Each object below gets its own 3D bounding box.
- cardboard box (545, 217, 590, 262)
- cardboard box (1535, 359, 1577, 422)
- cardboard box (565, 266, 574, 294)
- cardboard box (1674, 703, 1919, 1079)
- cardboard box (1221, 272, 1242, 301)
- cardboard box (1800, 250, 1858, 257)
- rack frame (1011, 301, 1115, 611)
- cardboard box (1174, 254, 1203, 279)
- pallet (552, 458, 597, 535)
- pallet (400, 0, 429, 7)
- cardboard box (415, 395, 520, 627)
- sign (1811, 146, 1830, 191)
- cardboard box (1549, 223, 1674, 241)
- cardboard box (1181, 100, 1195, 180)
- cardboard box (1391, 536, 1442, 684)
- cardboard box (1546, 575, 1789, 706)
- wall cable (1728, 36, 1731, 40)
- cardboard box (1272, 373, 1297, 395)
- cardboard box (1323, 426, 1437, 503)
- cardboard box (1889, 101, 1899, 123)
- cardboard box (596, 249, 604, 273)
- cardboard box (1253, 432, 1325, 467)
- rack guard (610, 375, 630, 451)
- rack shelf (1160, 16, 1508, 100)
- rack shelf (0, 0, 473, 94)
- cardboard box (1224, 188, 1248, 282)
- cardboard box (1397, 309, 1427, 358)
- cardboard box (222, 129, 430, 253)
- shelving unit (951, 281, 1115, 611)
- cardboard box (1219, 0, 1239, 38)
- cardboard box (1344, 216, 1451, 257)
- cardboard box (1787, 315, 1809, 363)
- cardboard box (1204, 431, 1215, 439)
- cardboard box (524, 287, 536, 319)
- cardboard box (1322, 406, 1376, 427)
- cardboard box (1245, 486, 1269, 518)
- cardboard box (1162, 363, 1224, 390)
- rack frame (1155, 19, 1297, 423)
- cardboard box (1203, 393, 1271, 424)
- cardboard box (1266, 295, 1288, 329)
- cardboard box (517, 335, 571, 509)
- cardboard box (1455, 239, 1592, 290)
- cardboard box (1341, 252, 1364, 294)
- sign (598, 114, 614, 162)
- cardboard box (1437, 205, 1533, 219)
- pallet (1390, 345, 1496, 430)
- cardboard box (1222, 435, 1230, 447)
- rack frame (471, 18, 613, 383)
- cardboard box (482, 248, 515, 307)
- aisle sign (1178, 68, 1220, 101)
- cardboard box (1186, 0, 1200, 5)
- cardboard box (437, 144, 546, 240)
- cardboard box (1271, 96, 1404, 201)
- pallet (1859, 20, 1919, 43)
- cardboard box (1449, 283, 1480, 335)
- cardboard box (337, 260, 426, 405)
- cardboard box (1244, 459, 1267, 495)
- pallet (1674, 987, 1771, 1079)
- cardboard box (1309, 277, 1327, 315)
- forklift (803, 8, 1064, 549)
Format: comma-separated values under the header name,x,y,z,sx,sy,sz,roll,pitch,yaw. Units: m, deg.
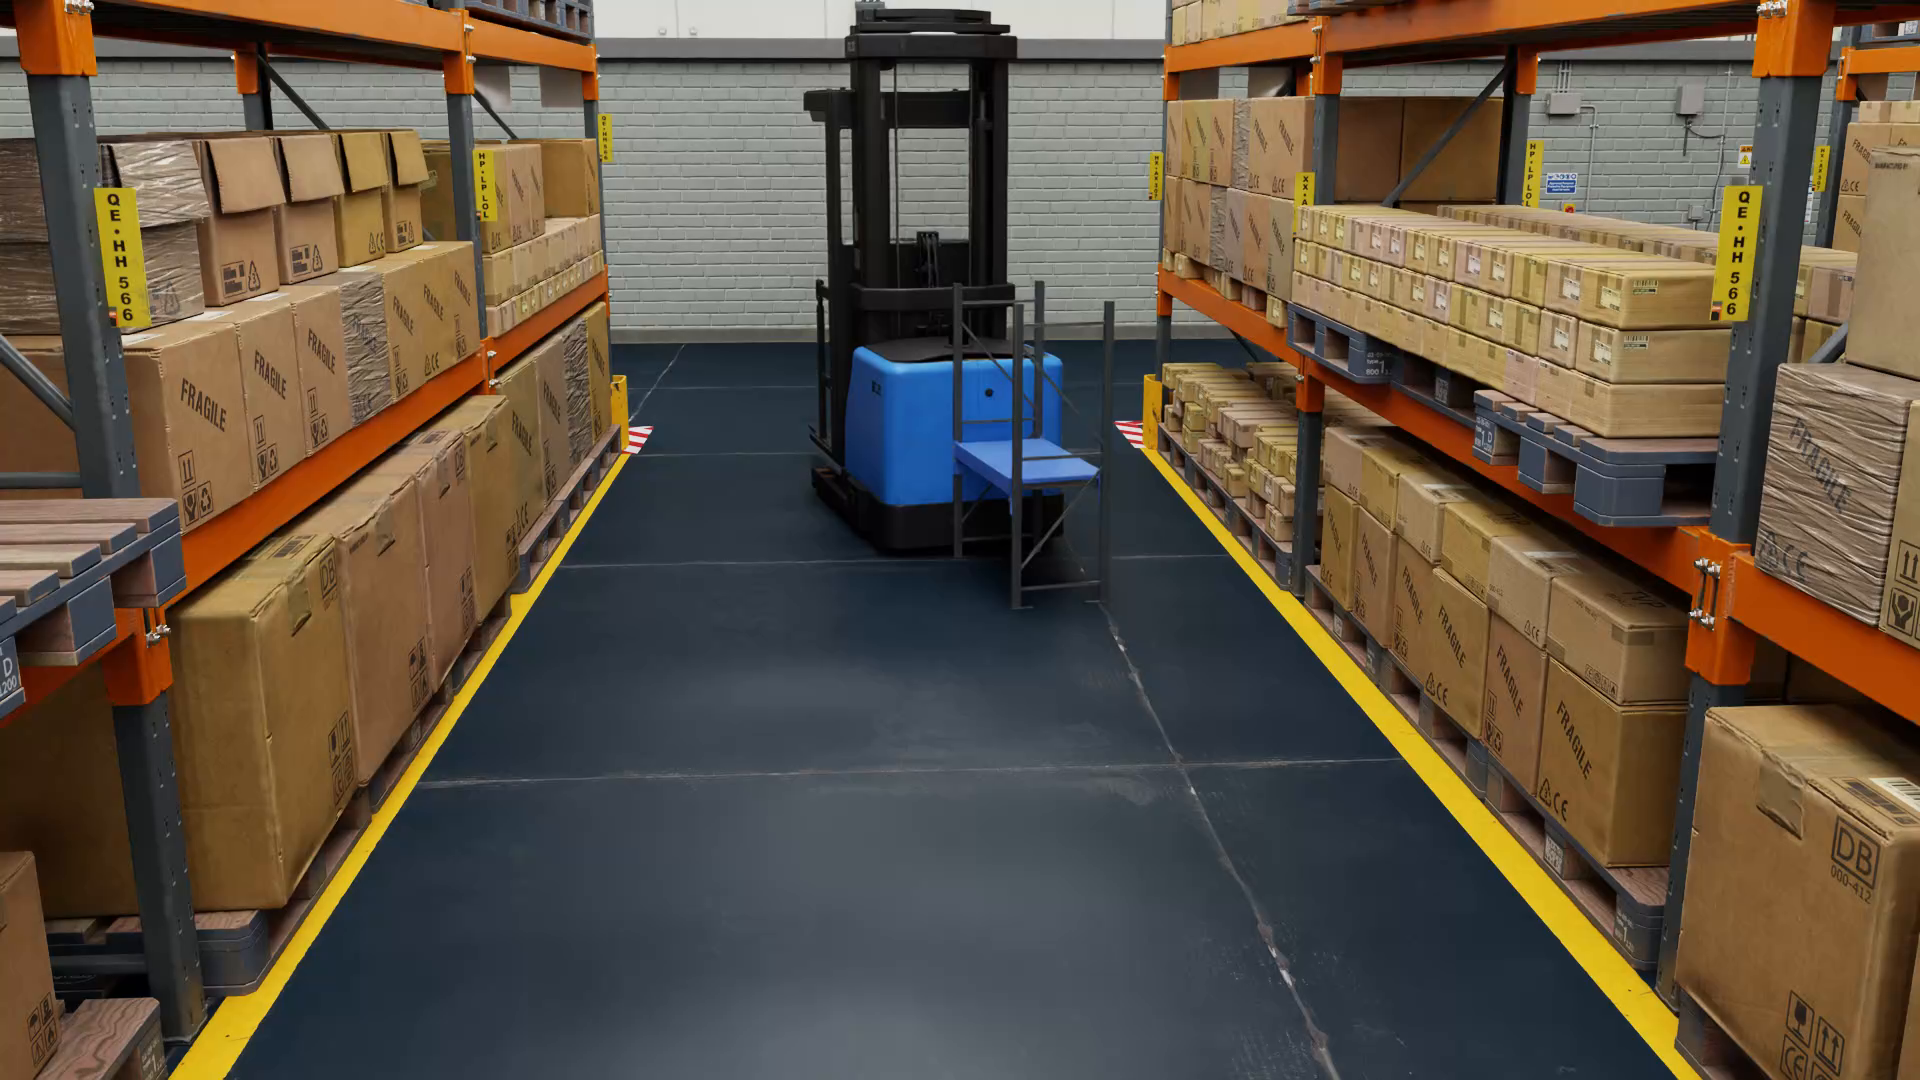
name,x,y,z,sx,sy,sz,roll,pitch,yaw
cardboard box,-2.693,-1.951,10.795,0.500,0.250,0.500,-1,14,-4
cardboard box,1.930,-0.443,4.891,0.380,0.149,0.250,-1,14,-4
cardboard box,-2.587,-1.599,10.225,0.380,0.149,0.250,-1,14,-3
cardboard box,2.381,0.855,3.857,1.050,0.750,0.750,-1,14,-4
cardboard box,1.765,-1.513,9.890,0.380,0.149,0.250,-1,14,-2
cardboard box,2.568,-0.800,5.083,0.380,0.149,0.250,-1,14,-4
rack frame,0.494,-0.399,8.066,0.500,1.500,0.032,-4,15,-16
cardboard box,1.651,-1.836,11.148,0.380,0.149,0.250,-1,14,-5
pallet,-2.819,-0.272,10.159,1.003,0.211,1.213,-1,14,-3
pallet,-2.665,-2.260,6.656,0.805,0.209,1.217,-1,15,-6
cardboard box,-2.712,-0.143,7.485,1.225,0.875,0.875,-1,14,-3
sign,6.318,-2.726,12.205,0.100,0.325,0.005,-1,14,-3
cardboard box,2.485,-1.128,6.358,0.380,0.149,0.250,-2,15,-6
cardboard box,1.738,-2.610,10.845,0.500,0.500,0.500,0,14,-2
cardboard box,2.047,0.278,6.602,0.500,0.500,0.500,-1,14,-2
cardboard box,2.129,0.294,5.034,0.500,0.250,0.500,-1,14,-5
wall cable,6.989,-6.602,17.127,2.355,3.000,0.029,-1,14,-3
cardboard box,2.324,-1.031,11.199,0.380,0.149,0.250,-1,14,-5
cardboard box,1.968,-0.347,7.525,0.500,0.250,0.500,-2,15,-6
cardboard box,6.705,-2.966,11.524,0.380,0.149,0.250,-1,14,-2
cardboard box,-2.668,-1.917,11.463,0.380,0.149,0.250,-1,14,-2
cardboard box,1.826,-0.499,9.131,0.380,0.149,0.250,-1,14,-4
rack guard,-3.021,-0.918,12.091,1.175,0.500,0.348,-1,14,-3
rack shelf,2.062,-2.781,9.739,1.077,0.370,4.000,-1,14,-3
rack shelf,-2.647,-1.735,5.672,1.077,0.370,4.000,-1,14,-3
cardboard box,1.813,-1.740,9.473,0.500,0.500,0.500,-1,14,-4
cardboard box,1.850,-0.768,6.155,0.380,0.149,0.250,-2,15,-6
cardboard box,-2.723,-1.503,7.135,0.797,0.503,0.637,-1,14,-5
shelving unit,0.350,-0.520,8.538,0.538,1.500,1.048,-4,15,-16
cardboard box,1.805,-3.051,9.646,0.500,0.250,0.500,-1,14,-4
cardboard box,1.801,-1.249,6.827,0.380,0.149,0.250,-1,14,-4
cardboard box,2.585,-0.601,4.906,0.380,0.149,0.250,0,14,-1
cardboard box,1.788,-0.609,10.751,0.380,0.149,0.250,-1,14,-3
cardboard box,-2.509,-1.281,8.989,0.380,0.149,0.250,-1,14,-5
cardboard box,2.276,-0.706,9.935,0.380,0.149,0.250,-1,15,-6
cardboard box,1.808,-0.225,9.259,0.380,0.149,0.250,-1,14,-5
cardboard box,1.631,-1.149,11.658,0.380,0.149,0.250,-2,15,-6
rack frame,1.938,-2.174,11.956,1.000,3.000,0.127,-1,14,-3
cardboard box,1.732,-0.822,10.387,0.380,0.149,0.250,-1,14,-3
cardboard box,1.809,-1.187,8.625,0.380,0.149,0.250,-1,14,-5
cardboard box,-2.788,-0.691,9.615,0.875,0.875,0.875,-1,14,-3
cardboard box,1.887,-0.923,5.562,0.380,0.149,0.250,-1,14,-3
cardboard box,1.802,-1.107,6.872,0.380,0.149,0.250,-2,15,-6
sign,-2.477,-2.803,11.601,0.100,0.325,0.005,-1,14,-3
cardboard box,2.405,-1.452,7.618,0.380,0.149,0.250,0,14,-1
pallet,2.270,-0.583,6.158,1.003,0.211,1.213,-1,14,-3
cardboard box,1.855,-0.681,10.436,0.380,0.149,0.250,0,14,-1
rack frame,-3.019,-2.123,11.756,1.000,3.000,0.127,-1,14,-3
cardboard box,-2.539,-1.320,8.341,0.500,0.250,0.500,-1,14,-4
aisle sign,1.634,-3.446,11.685,0.394,0.787,0.004,-1,14,-3
cardboard box,1.739,-3.553,10.594,0.500,0.250,0.500,-1,14,-4
cardboard box,-2.605,-1.937,9.235,0.500,0.500,0.500,-1,14,-5
cardboard box,1.886,-1.969,8.354,0.500,0.500,0.500,-1,14,-5
pallet,6.928,-3.501,11.271,1.003,0.211,1.213,-1,14,-3
cardboard box,1.883,-0.782,5.610,0.380,0.149,0.250,-1,14,-4
cardboard box,-2.407,-0.811,6.458,0.500,0.500,0.500,-1,14,-4
cardboard box,1.785,-0.353,9.160,0.380,0.149,0.250,-1,14,-5
pallet,2.407,1.363,3.804,1.003,0.211,1.213,-1,14,-3
cardboard box,1.774,-1.087,7.392,0.380,0.149,0.250,-1,14,-3
forklift,-0.324,-1.694,10.227,1.130,2.935,3.031,-4,15,-16
